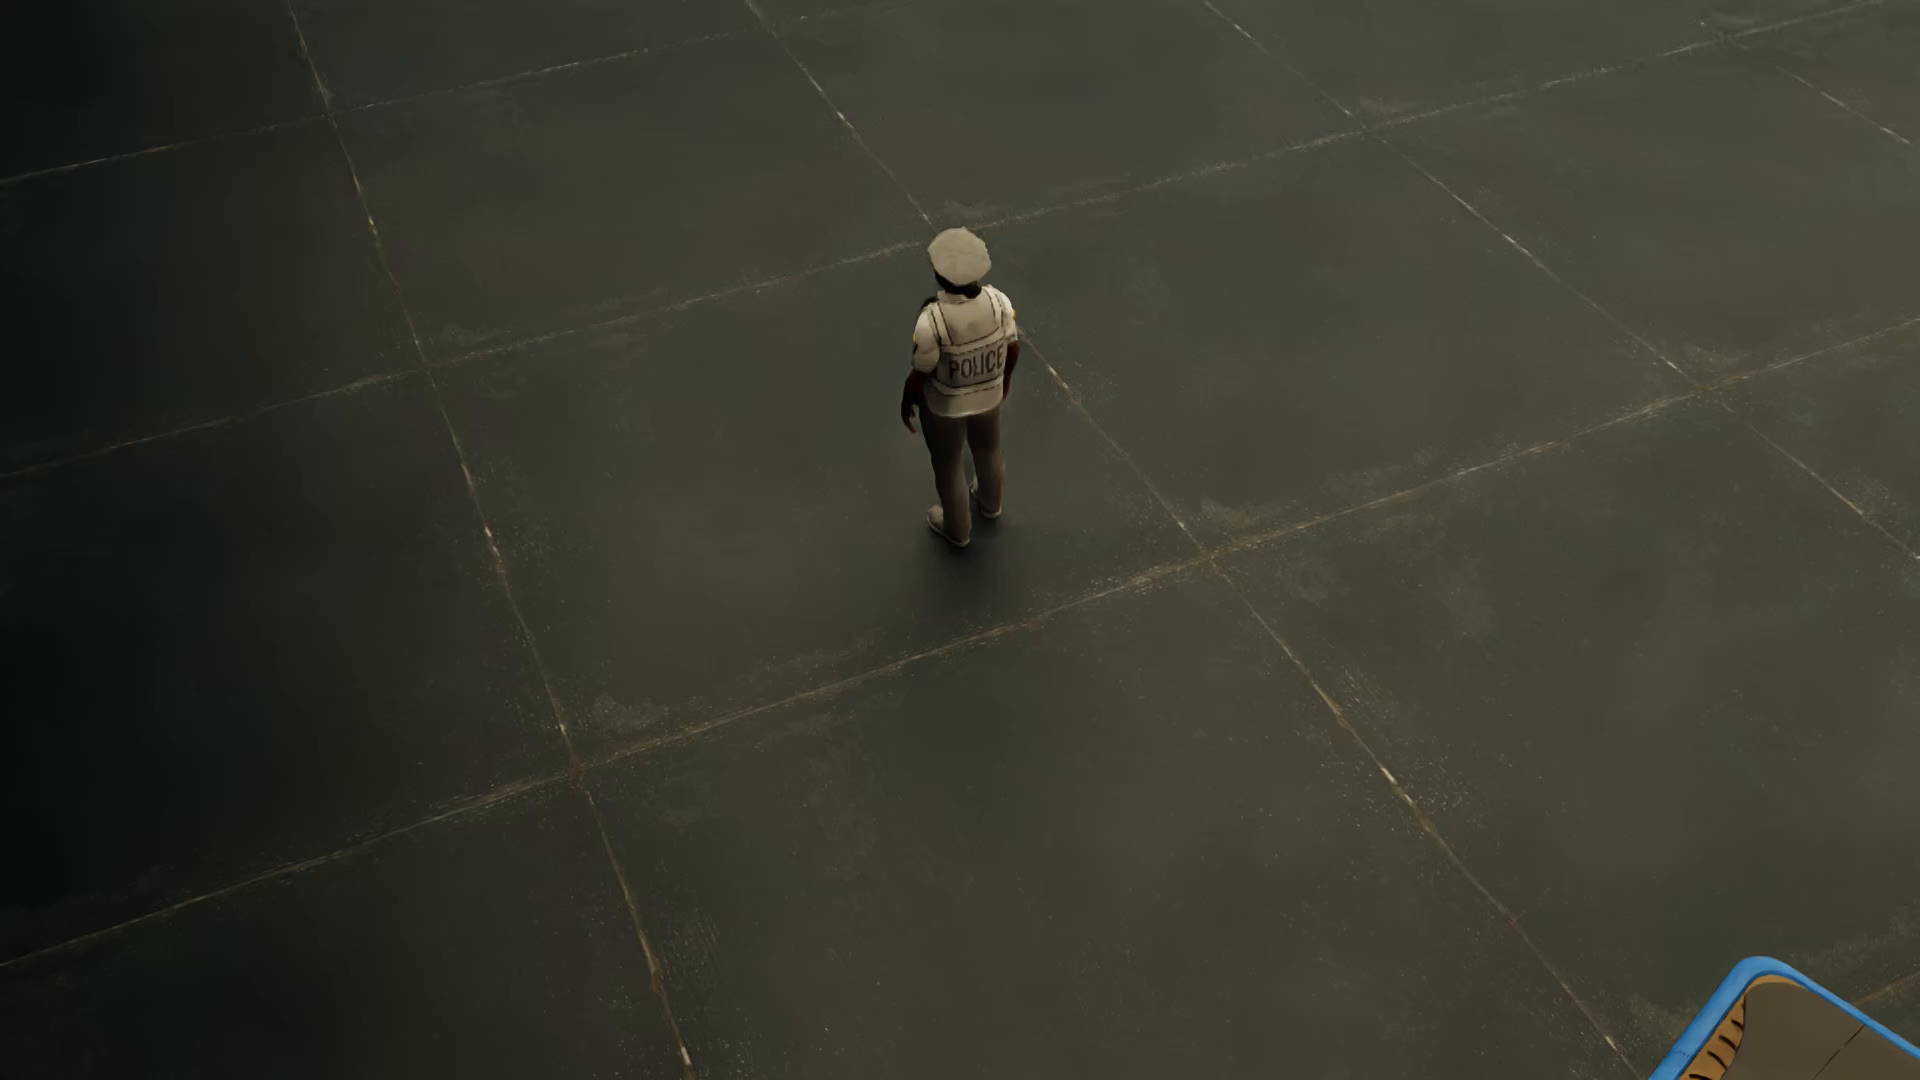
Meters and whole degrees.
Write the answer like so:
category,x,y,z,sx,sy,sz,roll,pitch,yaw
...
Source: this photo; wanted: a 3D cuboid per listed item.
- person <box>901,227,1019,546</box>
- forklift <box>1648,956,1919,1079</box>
category,x,y,z,sx,sy,sz,roll,pitch,yaw
person,-0.014,-0.674,7.304,0.570,1.685,0.529,-18,46,-18
forklift,3.083,1.873,3.674,1.130,2.935,3.031,-34,53,-31
